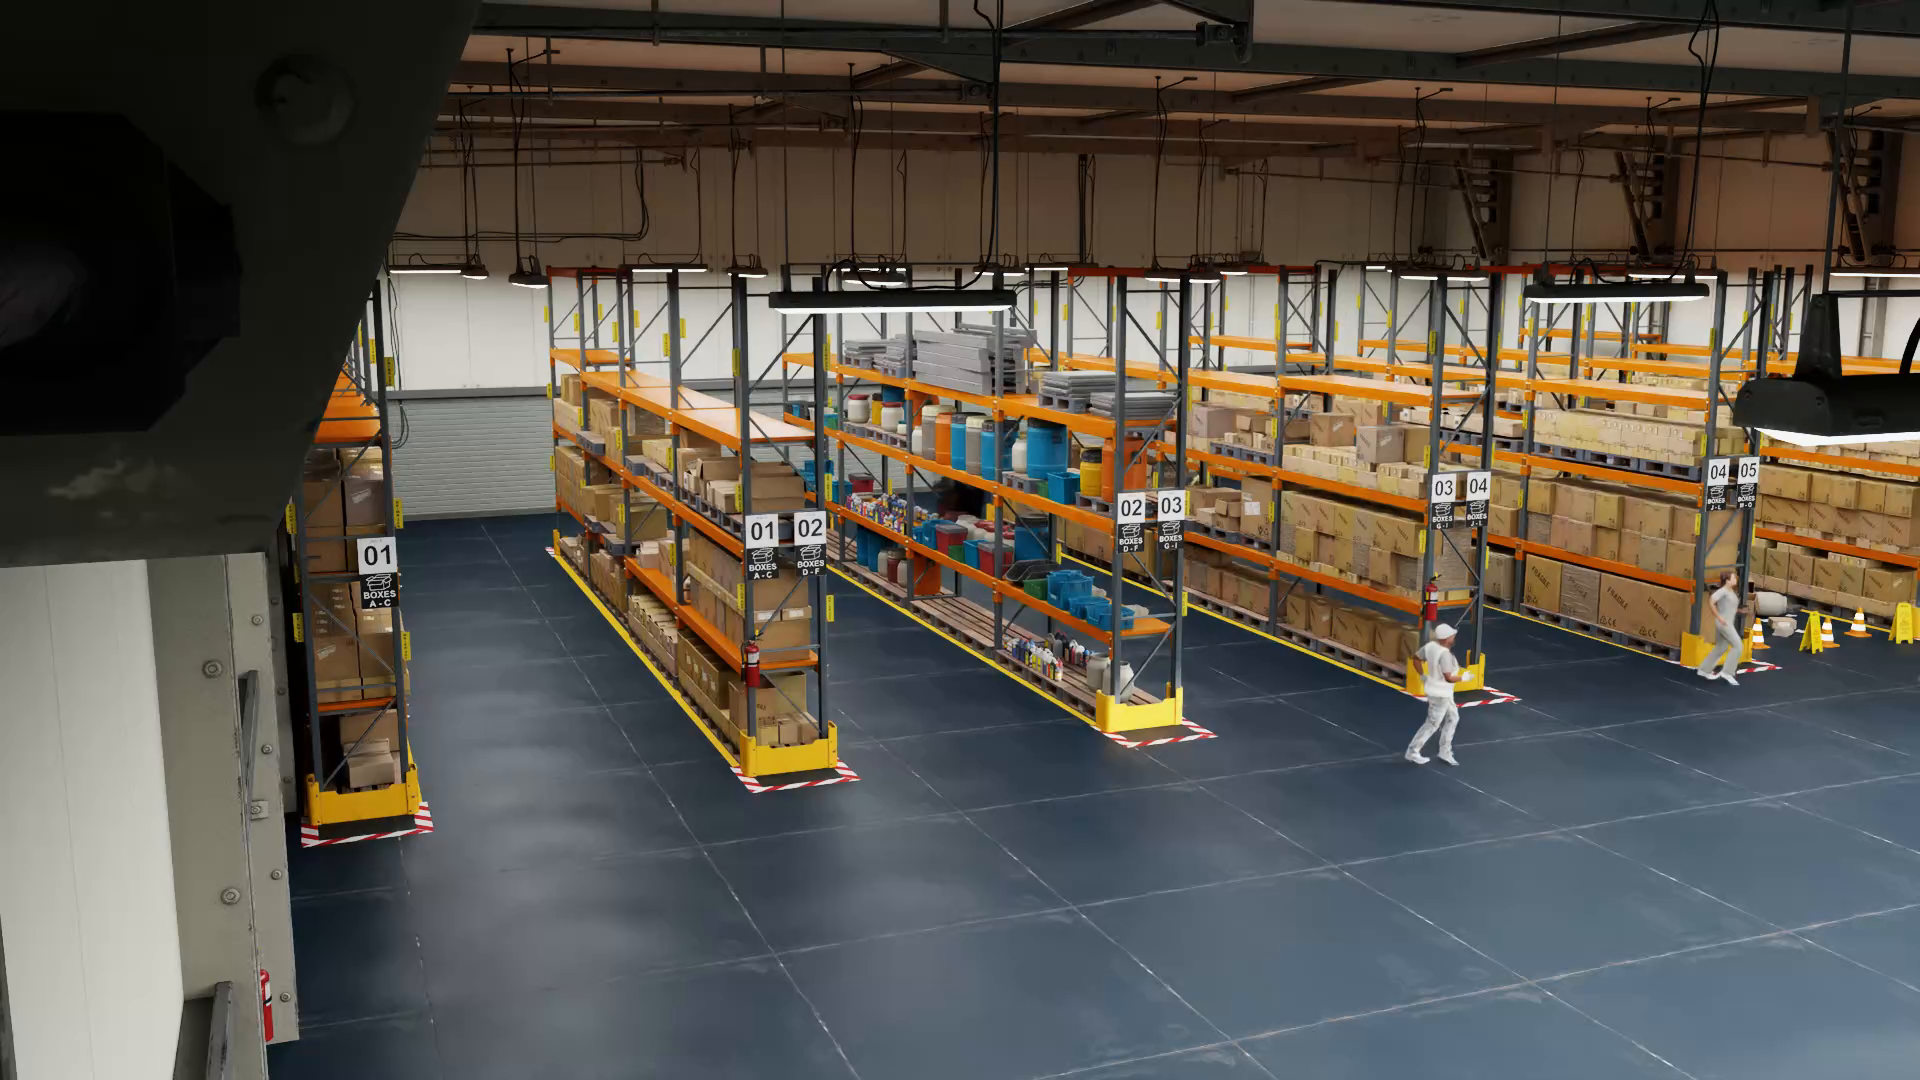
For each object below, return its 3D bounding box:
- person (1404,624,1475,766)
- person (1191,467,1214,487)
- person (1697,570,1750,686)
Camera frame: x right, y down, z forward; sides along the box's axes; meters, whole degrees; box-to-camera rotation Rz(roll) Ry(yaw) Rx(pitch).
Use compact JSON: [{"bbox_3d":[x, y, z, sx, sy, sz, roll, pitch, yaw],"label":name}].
[{"bbox_3d":[5.900,1.935,20.458,0.790,1.838,0.661,1,10,5],"label":"person"},{"bbox_3d":[5.401,-0.874,37.004,0.575,1.640,0.592,-4,11,-20],"label":"person"},{"bbox_3d":[11.289,1.283,24.547,0.651,1.696,0.551,6,12,31],"label":"person"}]
